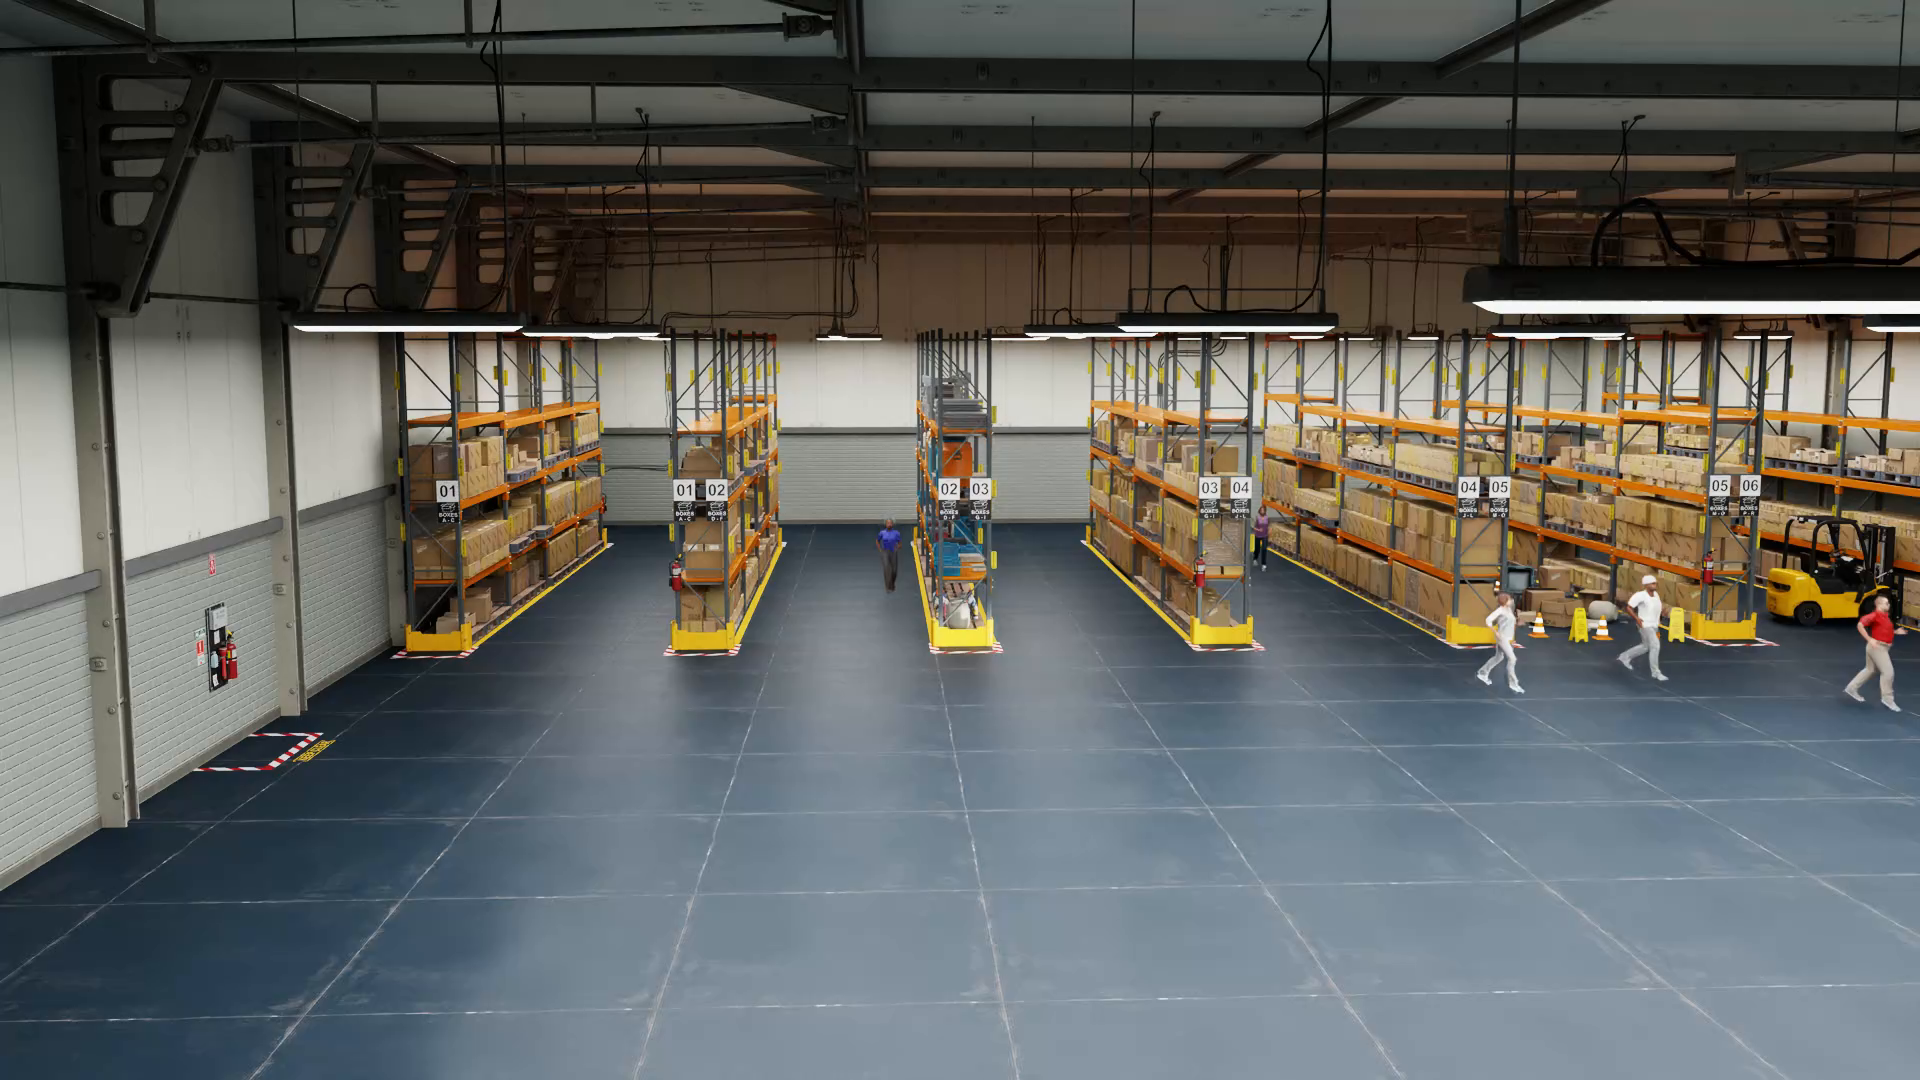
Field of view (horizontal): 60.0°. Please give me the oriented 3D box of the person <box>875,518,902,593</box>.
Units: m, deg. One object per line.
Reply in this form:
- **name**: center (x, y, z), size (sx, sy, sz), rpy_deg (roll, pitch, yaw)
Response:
- **person**: center (-1.557, 0.338, 36.441), size (0.580, 1.621, 0.639), rpy_deg (-1, 7, -6)

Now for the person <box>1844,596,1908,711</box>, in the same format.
- **person**: center (14.494, 1.778, 26.312), size (0.851, 1.793, 0.648), rpy_deg (5, 8, 36)

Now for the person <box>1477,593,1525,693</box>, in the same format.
- **person**: center (8.968, 1.677, 27.502), size (0.809, 1.622, 0.520), rpy_deg (4, 8, 32)

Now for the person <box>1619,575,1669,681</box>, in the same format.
- **person**: center (11.810, 1.482, 28.608), size (0.685, 1.776, 0.905), rpy_deg (-6, 9, -42)

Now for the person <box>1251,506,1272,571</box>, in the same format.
- **person**: center (7.673, -0.060, 42.357), size (0.562, 1.622, 0.779), rpy_deg (0, 7, -3)
